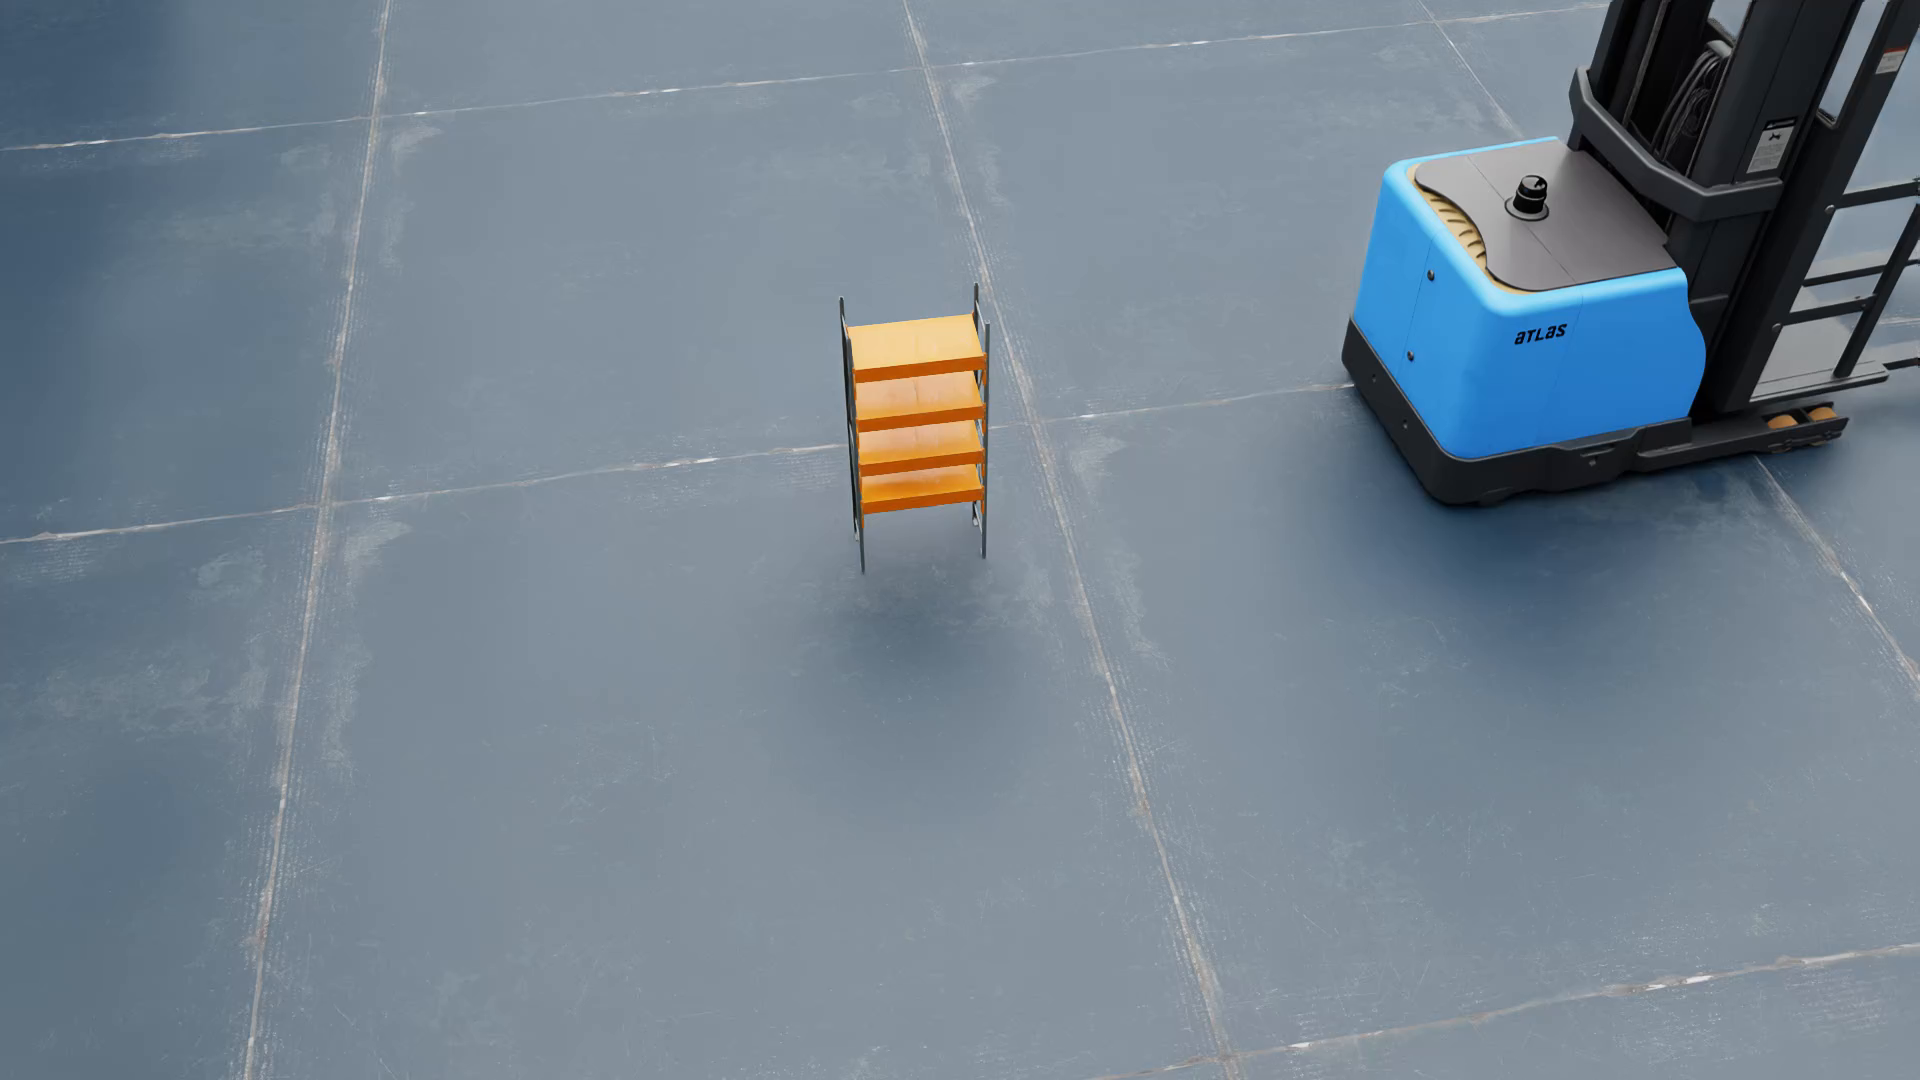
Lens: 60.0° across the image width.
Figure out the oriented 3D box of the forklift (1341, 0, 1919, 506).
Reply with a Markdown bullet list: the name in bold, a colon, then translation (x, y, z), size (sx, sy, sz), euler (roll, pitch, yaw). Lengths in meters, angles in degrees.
- **forklift**: translation (3.278, -1.745, 6.396), size (3.031, 2.935, 1.130), euler (-11, 47, -10)

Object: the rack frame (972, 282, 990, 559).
- **rack frame**: translation (0.077, -0.426, 6.327), size (0.015, 1.200, 0.240), euler (-7, 46, -7)

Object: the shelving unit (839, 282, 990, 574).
- **shelving unit**: translation (-0.163, -0.396, 6.298), size (0.503, 1.200, 0.258), euler (-7, 46, -7)

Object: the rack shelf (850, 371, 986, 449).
- **rack shelf**: translation (-0.163, -0.504, 6.186), size (0.480, 0.148, 0.258), euler (-7, 46, -7)

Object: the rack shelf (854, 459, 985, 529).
- **rack shelf**: translation (-0.163, -0.212, 6.490), size (0.480, 0.148, 0.258), euler (-7, 46, -7)

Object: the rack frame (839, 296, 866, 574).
- **rack frame**: translation (-0.404, -0.366, 6.269), size (0.015, 1.200, 0.240), euler (-7, 46, -7)

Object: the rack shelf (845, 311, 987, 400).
- **rack shelf**: translation (-0.163, -0.669, 6.015), size (0.480, 0.148, 0.258), euler (-7, 46, -7)

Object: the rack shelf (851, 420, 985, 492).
- **rack shelf**: translation (-0.163, -0.349, 6.347), size (0.480, 0.148, 0.258), euler (-7, 46, -7)
